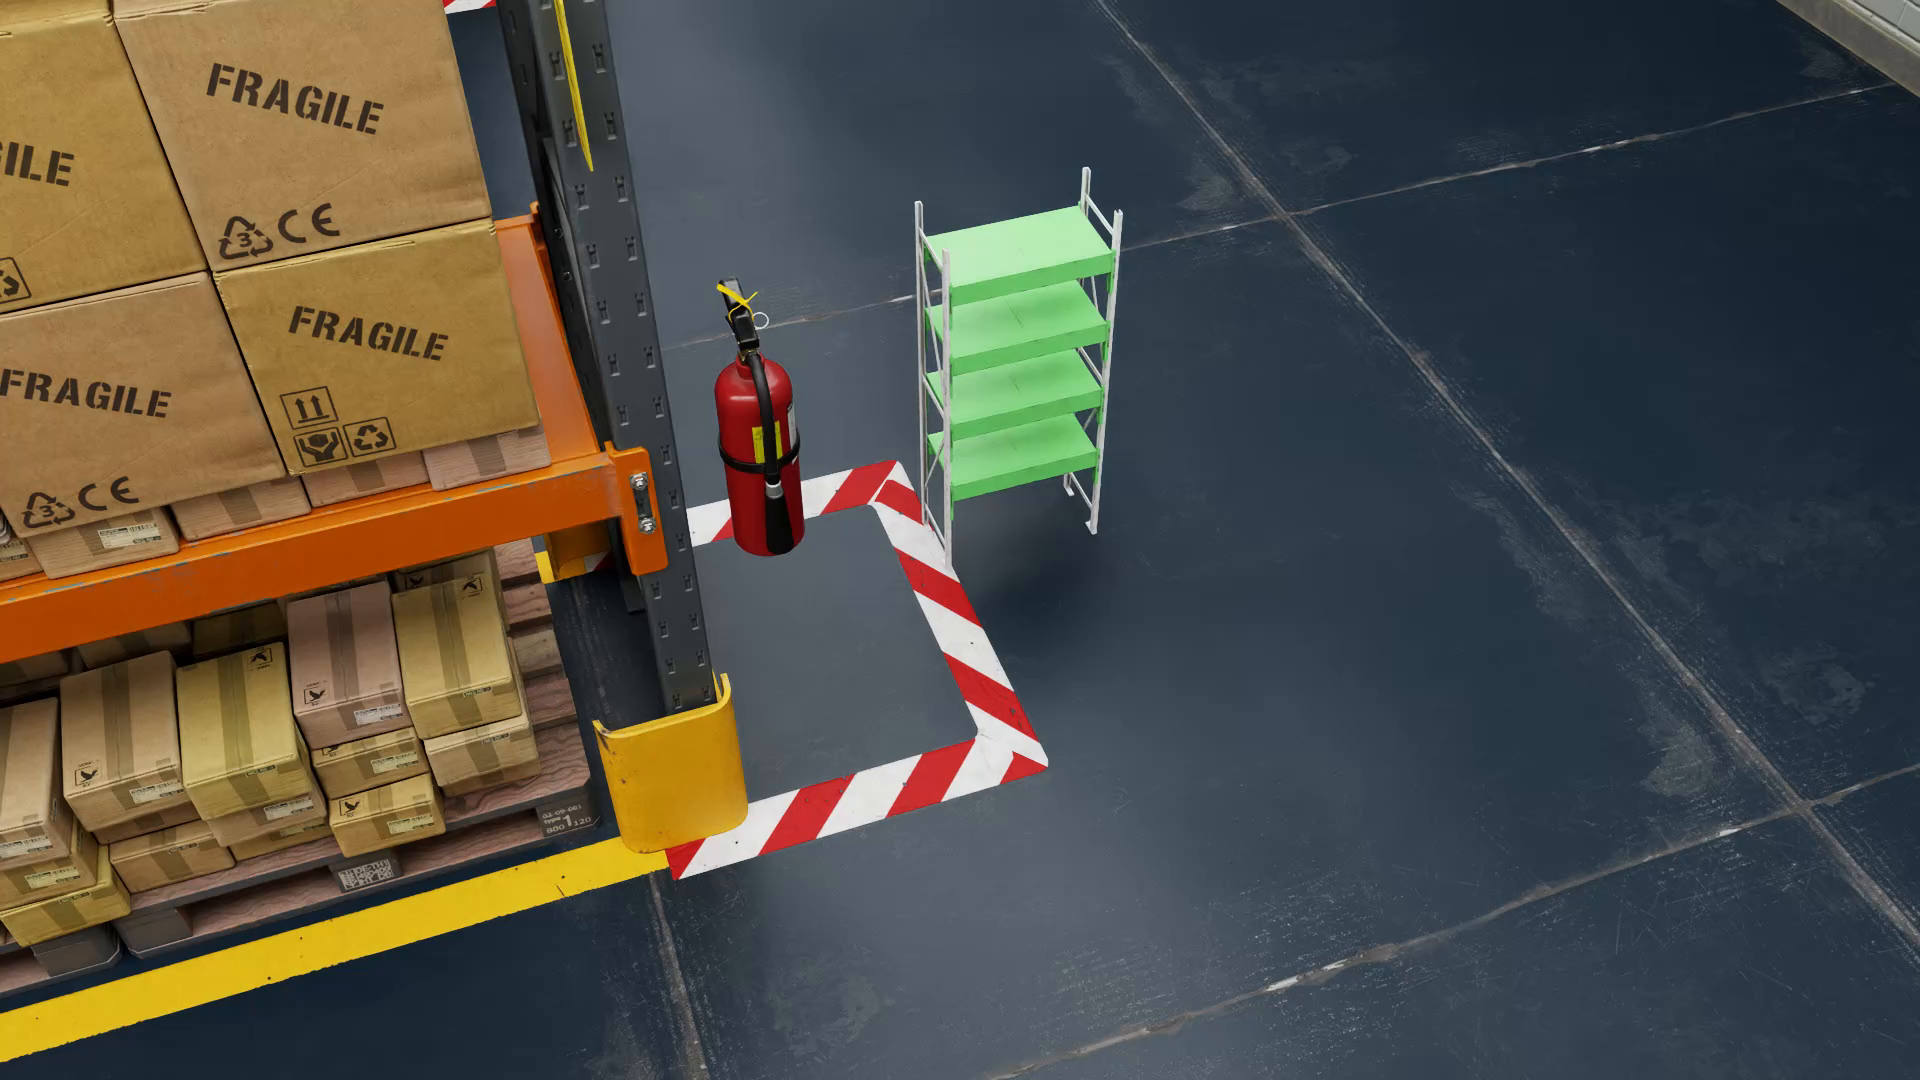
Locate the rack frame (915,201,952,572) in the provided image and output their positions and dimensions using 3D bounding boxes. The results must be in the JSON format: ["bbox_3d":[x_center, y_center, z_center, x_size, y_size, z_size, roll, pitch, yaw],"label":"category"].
[{"bbox_3d":[-0.074,-0.405,4.806,0.015,1.200,0.240,-14,47,-14],"label":"rack frame"}]

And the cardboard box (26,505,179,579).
[{"bbox_3d":[-1.765,-0.123,3.432,0.250,0.149,0.380,-13,47,-13],"label":"cardboard box"}]

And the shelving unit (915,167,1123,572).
[{"bbox_3d":[0.156,-0.463,4.865,0.503,1.200,0.258,-14,47,-14],"label":"shelving unit"}]

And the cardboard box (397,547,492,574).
[{"bbox_3d":[-1.453,-0.113,4.541,0.250,0.149,0.380,-16,47,-16],"label":"cardboard box"}]

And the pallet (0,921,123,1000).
[{"bbox_3d":[-2.838,0.805,4.299,1.213,0.211,1.003,-14,47,-14],"label":"pallet"}]

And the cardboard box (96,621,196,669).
[{"bbox_3d":[-2.180,0.183,4.456,0.250,0.149,0.380,-13,47,-13],"label":"cardboard box"}]

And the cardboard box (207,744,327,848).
[{"bbox_3d":[-1.733,0.536,4.105,0.250,0.149,0.380,-16,47,-15],"label":"cardboard box"}]

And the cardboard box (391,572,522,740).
[{"bbox_3d":[-1.257,0.284,4.146,0.250,0.149,0.380,-14,47,-13],"label":"cardboard box"}]

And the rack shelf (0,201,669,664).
[{"bbox_3d":[-2.726,0.074,3.566,4.000,0.370,1.077,-14,47,-14],"label":"rack shelf"}]

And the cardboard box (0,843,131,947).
[{"bbox_3d":[-2.201,0.770,4.081,0.250,0.149,0.380,-16,47,-16],"label":"cardboard box"}]

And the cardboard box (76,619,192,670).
[{"bbox_3d":[-2.157,0.124,4.305,0.250,0.149,0.380,-16,47,-16],"label":"cardboard box"}]

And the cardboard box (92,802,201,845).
[{"bbox_3d":[-2.020,0.532,4.109,0.250,0.149,0.380,-15,47,-14],"label":"cardboard box"}]

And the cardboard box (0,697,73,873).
[{"bbox_3d":[-2.212,0.574,3.856,0.250,0.149,0.380,-13,46,-12],"label":"cardboard box"}]

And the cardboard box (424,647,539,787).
[{"bbox_3d":[-1.244,0.410,4.230,0.250,0.149,0.380,-16,47,-15],"label":"cardboard box"}]

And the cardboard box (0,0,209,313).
[{"bbox_3d":[-1.668,-0.756,2.899,0.500,0.500,0.500,-16,47,-15],"label":"cardboard box"}]

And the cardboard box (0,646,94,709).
[{"bbox_3d":[-2.397,0.310,4.330,0.250,0.149,0.380,-16,47,-16],"label":"cardboard box"}]

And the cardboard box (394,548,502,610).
[{"bbox_3d":[-1.425,0.047,4.591,0.250,0.149,0.380,-13,46,-12],"label":"cardboard box"}]

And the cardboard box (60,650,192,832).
[{"bbox_3d":[-1.978,0.473,3.957,0.250,0.149,0.380,-16,47,-15],"label":"cardboard box"}]

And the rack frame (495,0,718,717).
[{"bbox_3d":[-0.845,-0.661,3.791,0.127,3.000,1.000,-14,47,-14],"label":"rack frame"}]

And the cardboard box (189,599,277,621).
[{"bbox_3d":[-1.952,0.009,4.420,0.250,0.149,0.380,-14,47,-14],"label":"cardboard box"}]

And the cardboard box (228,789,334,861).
[{"bbox_3d":[-1.755,0.598,4.252,0.250,0.149,0.380,-15,47,-14],"label":"cardboard box"}]

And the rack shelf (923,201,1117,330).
[{"bbox_3d":[0.156,-0.757,4.570,0.480,0.148,0.258,-14,47,-14],"label":"rack shelf"}]

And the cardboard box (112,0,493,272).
[{"bbox_3d":[-1.191,-0.878,3.021,0.500,0.500,0.500,-15,47,-15],"label":"cardboard box"}]

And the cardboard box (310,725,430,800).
[{"bbox_3d":[-1.509,0.437,4.203,0.250,0.149,0.380,-15,47,-15],"label":"cardboard box"}]

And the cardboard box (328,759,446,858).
[{"bbox_3d":[-1.477,0.592,4.258,0.250,0.149,0.380,-13,47,-13],"label":"cardboard box"}]

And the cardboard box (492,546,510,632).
[{"bbox_3d":[-1.446,0.110,4.739,0.250,0.149,0.380,-13,47,-13],"label":"cardboard box"}]

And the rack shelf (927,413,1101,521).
[{"bbox_3d":[0.156,-0.249,5.080,0.480,0.148,0.258,-14,47,-14],"label":"rack shelf"}]

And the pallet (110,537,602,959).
[{"bbox_3d":[-1.693,0.514,4.589,1.213,0.211,1.003,-14,47,-14],"label":"pallet"}]

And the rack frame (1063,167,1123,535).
[{"bbox_3d":[0.385,-0.522,4.923,0.015,1.200,0.240,-14,47,-14],"label":"rack frame"}]

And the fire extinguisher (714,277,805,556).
[{"bbox_3d":[-0.451,-0.255,3.704,0.183,0.674,0.296,-14,47,-14],"label":"fire extinguisher"}]

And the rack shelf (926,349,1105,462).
[{"bbox_3d":[0.156,-0.418,4.910,0.480,0.148,0.258,-14,47,-14],"label":"rack shelf"}]

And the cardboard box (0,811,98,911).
[{"bbox_3d":[-2.215,0.669,3.972,0.250,0.149,0.380,-14,47,-13],"label":"cardboard box"}]

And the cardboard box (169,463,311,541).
[{"bbox_3d":[-1.533,-0.200,3.509,0.250,0.149,0.380,-15,47,-14],"label":"cardboard box"}]

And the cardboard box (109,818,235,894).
[{"bbox_3d":[-1.982,0.667,4.184,0.250,0.149,0.380,-14,47,-13],"label":"cardboard box"}]

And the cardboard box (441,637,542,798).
[{"bbox_3d":[-1.269,0.463,4.387,0.250,0.149,0.380,-14,47,-13],"label":"cardboard box"}]

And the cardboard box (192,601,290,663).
[{"bbox_3d":[-1.902,0.194,4.446,0.250,0.149,0.380,-14,47,-13],"label":"cardboard box"}]

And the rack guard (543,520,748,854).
[{"bbox_3d":[-0.916,0.240,4.658,0.348,0.500,1.175,-14,47,-14],"label":"rack guard"}]

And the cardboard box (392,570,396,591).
[{"bbox_3d":[-1.665,0.228,4.622,0.250,0.149,0.380,-15,47,-14],"label":"cardboard box"}]

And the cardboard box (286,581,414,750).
[{"bbox_3d":[-1.513,0.306,4.124,0.250,0.149,0.380,-13,47,-13],"label":"cardboard box"}]

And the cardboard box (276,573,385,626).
[{"bbox_3d":[-1.672,0.034,4.395,0.250,0.149,0.380,-14,47,-13],"label":"cardboard box"}]

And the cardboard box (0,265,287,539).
[{"bbox_3d":[-1.666,-0.401,3.251,0.500,0.500,0.500,-15,47,-15],"label":"cardboard box"}]

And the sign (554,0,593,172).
[{"bbox_3d":[-0.675,-0.806,2.895,0.005,0.325,0.100,-14,47,-14],"label":"sign"}]

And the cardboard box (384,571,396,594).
[{"bbox_3d":[-1.702,0.076,4.563,0.250,0.149,0.380,-15,47,-14],"label":"cardboard box"}]

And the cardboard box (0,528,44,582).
[{"bbox_3d":[-2.023,-0.079,3.389,0.250,0.149,0.380,-16,47,-16],"label":"cardboard box"}]

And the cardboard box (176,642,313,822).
[{"bbox_3d":[-1.713,0.453,3.977,0.250,0.149,0.380,-15,47,-15],"label":"cardboard box"}]

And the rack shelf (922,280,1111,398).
[{"bbox_3d":[0.156,-0.588,4.740,0.480,0.148,0.258,-14,47,-14],"label":"rack shelf"}]

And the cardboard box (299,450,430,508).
[{"bbox_3d":[-1.302,-0.270,3.579,0.250,0.149,0.380,-14,47,-14],"label":"cardboard box"}]

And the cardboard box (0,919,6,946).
[{"bbox_3d":[-2.465,0.822,4.029,0.250,0.149,0.380,-13,47,-13],"label":"cardboard box"}]

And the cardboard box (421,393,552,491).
[{"bbox_3d":[-1.056,-0.305,3.614,0.250,0.149,0.380,-14,47,-14],"label":"cardboard box"}]

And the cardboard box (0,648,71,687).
[{"bbox_3d":[-2.421,0.184,4.245,0.250,0.149,0.380,-13,46,-12],"label":"cardboard box"}]

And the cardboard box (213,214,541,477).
[{"bbox_3d":[-1.180,-0.521,3.371,0.500,0.500,0.500,-13,47,-13],"label":"cardboard box"}]

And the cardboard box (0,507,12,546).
[{"bbox_3d":[-2.140,-0.273,3.123,0.500,0.500,0.500,-14,47,-14],"label":"cardboard box"}]
